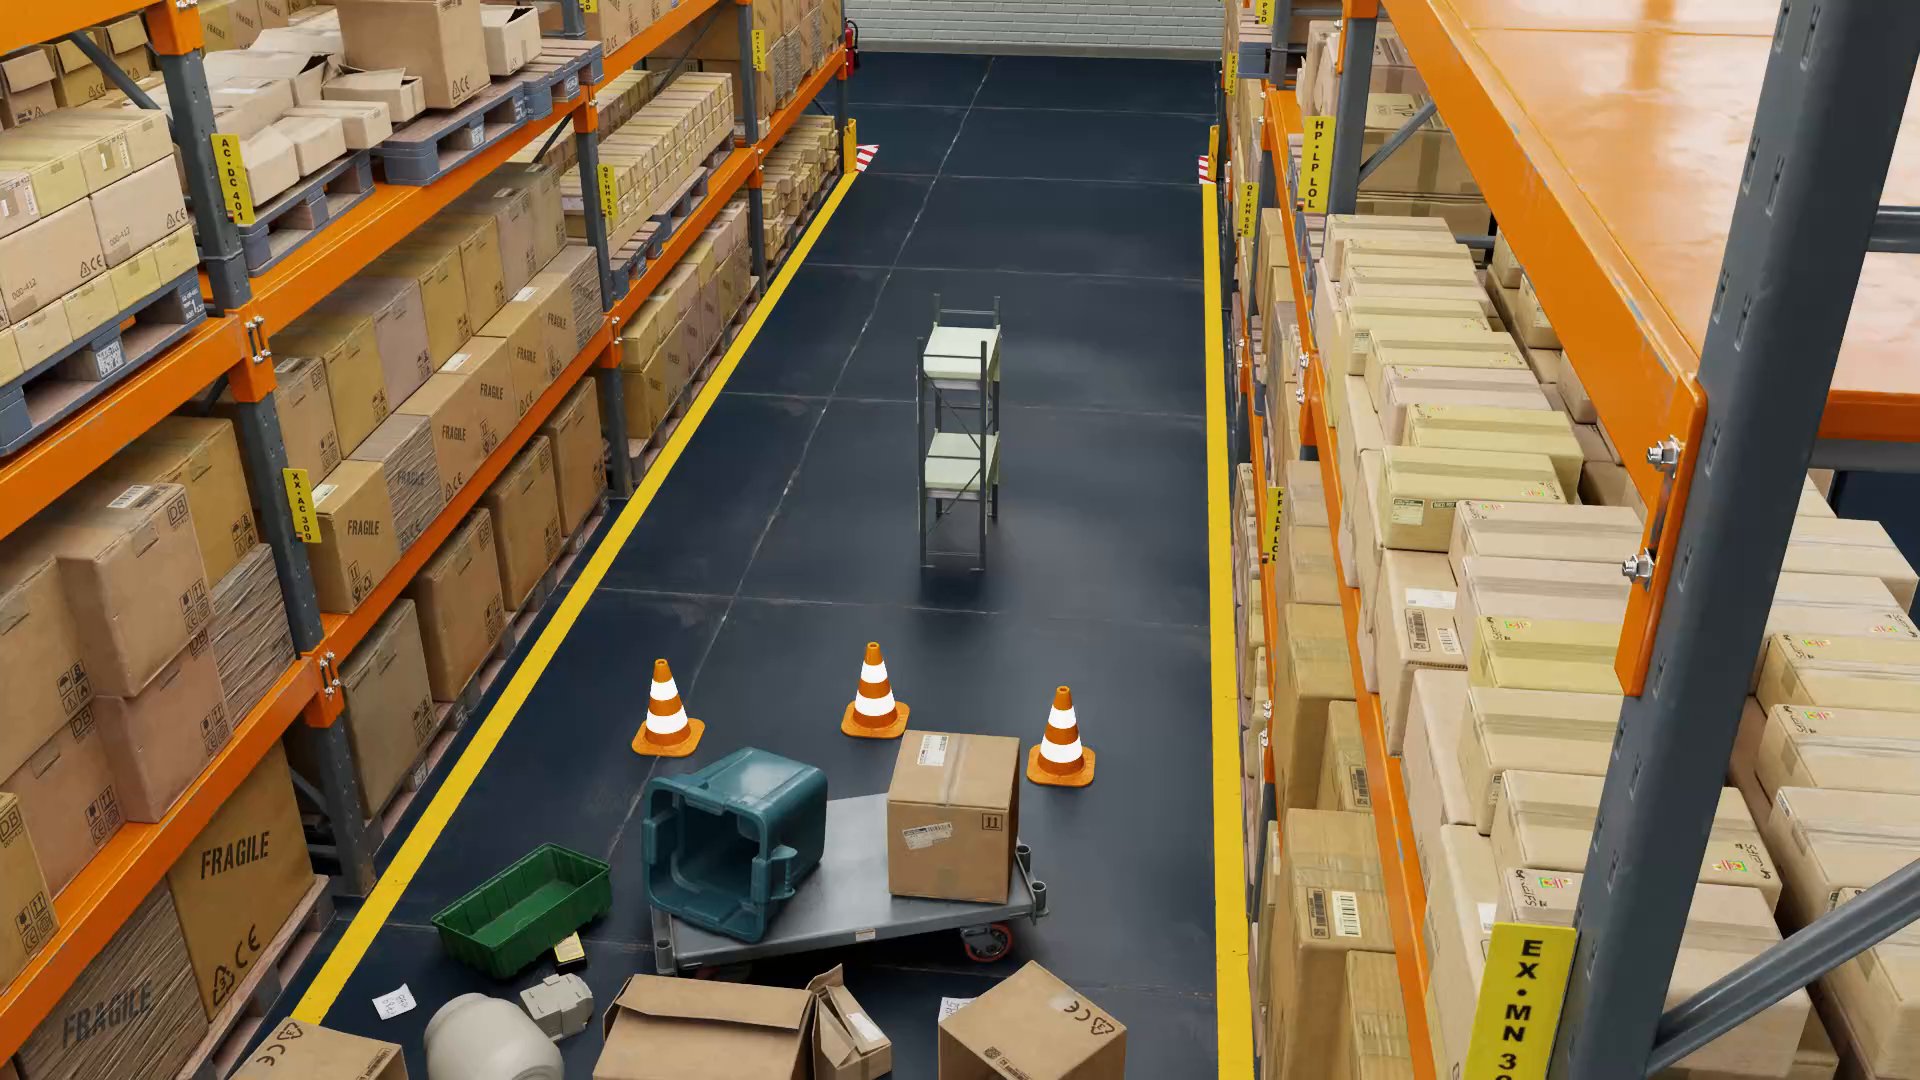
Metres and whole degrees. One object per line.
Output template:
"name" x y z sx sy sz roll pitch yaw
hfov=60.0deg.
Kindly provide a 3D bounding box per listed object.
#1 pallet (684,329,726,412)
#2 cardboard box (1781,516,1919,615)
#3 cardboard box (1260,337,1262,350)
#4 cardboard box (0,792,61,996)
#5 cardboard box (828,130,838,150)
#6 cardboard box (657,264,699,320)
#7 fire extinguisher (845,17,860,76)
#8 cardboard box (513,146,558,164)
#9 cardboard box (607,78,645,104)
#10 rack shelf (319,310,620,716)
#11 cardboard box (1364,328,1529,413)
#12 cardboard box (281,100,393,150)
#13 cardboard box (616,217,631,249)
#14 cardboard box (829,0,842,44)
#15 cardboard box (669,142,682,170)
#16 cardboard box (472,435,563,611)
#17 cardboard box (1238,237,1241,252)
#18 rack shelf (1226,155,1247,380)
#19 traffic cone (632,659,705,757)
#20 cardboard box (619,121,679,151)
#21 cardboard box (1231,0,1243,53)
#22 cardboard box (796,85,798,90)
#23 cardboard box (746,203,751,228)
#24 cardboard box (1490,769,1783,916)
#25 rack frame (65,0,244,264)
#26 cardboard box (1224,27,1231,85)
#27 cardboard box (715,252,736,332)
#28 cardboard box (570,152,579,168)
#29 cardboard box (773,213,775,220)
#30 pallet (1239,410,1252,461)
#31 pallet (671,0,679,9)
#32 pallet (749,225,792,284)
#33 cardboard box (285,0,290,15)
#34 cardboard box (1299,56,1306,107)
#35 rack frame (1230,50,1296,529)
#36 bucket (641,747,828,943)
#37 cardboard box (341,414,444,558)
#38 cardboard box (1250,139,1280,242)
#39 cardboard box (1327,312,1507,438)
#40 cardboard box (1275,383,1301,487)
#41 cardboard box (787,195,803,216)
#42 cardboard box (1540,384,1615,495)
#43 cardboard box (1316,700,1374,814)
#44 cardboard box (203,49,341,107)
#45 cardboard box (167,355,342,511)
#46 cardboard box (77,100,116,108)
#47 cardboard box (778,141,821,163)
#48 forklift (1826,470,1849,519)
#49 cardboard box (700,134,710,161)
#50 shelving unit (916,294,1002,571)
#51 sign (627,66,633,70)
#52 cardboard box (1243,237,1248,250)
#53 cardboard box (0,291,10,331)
"pallet" -2.436 -1.346 12.819 1.003 0.211 1.213 3 28 6
"cardboard box" 1.766 0.068 3.515 0.380 0.149 0.250 4 29 8
"cardboard box" 1.868 -1.068 9.185 0.380 0.149 0.250 2 28 3
"cardboard box" -3.402 1.120 5.142 0.875 0.550 0.500 3 28 6
"cardboard box" -1.487 -4.195 17.416 0.380 0.149 0.250 3 28 5
"cardboard box" -2.225 -1.830 12.178 0.500 0.250 0.500 4 29 7
"fire extinguisher" -1.216 -5.293 17.679 0.296 0.674 0.183 3 28 6
"cardboard box" -2.986 -2.594 11.390 0.380 0.149 0.250 4 29 8
"cardboard box" -2.728 -3.562 13.187 0.380 0.149 0.250 4 29 8
"rack shelf" -2.930 -0.375 8.835 1.077 0.370 4.000 3 28 6
"cardboard box" 1.304 -0.453 4.481 0.380 0.149 0.250 2 28 5
"cardboard box" -2.746 -1.834 7.338 0.380 0.149 0.250 3 28 6
"cardboard box" -2.397 -2.033 10.975 0.380 0.149 0.250 5 29 9
"cardboard box" -1.505 -5.348 16.887 0.500 0.500 0.500 4 29 7
"cardboard box" -2.241 -2.788 12.063 0.380 0.149 0.250 4 29 8
"cardboard box" -2.953 -0.135 9.559 1.050 0.750 0.750 4 29 7
"cardboard box" 2.169 -2.058 11.358 0.500 0.250 0.500 3 28 6
"rack shelf" 2.485 -2.018 11.884 1.077 0.370 4.000 3 28 6
"traffic cone" -1.512 0.823 8.527 0.336 0.463 0.334 3 28 6
"cardboard box" -2.243 -2.912 11.980 0.380 0.149 0.250 3 28 5
"cardboard box" 2.637 -4.477 14.530 0.500 0.500 0.500 4 29 7
"cardboard box" -1.736 -4.272 15.574 0.380 0.149 0.250 4 29 8
"cardboard box" -1.947 -2.858 14.621 0.380 0.149 0.250 4 29 8
"cardboard box" 1.078 0.516 2.684 0.380 0.149 0.250 4 29 7
"rack frame" -3.175 -2.392 5.494 1.000 3.000 0.127 3 28 6
"cardboard box" 2.762 -4.516 15.656 0.500 0.500 0.500 3 28 6
"cardboard box" -2.099 -1.996 13.278 0.500 0.500 0.500 3 28 5
"cardboard box" -2.921 -2.705 11.909 0.380 0.149 0.250 4 29 7
"cardboard box" -1.897 -2.970 15.142 0.380 0.149 0.250 3 28 6
"pallet" 2.411 -0.533 11.308 1.003 0.211 1.213 3 28 6
"pallet" -2.501 -3.982 11.805 1.213 0.211 1.003 3 28 6
"pallet" -2.148 -2.607 15.159 1.003 0.211 1.213 3 28 6
"cardboard box" -7.061 -5.440 16.532 0.500 0.500 0.500 3 28 5
"cardboard box" 2.001 -2.396 8.807 0.396 0.266 0.258 3 28 6
"rack frame" 2.240 -1.393 9.966 1.000 3.000 0.127 3 28 6
"bucket" -0.904 1.219 6.965 0.726 0.611 0.620 14 21 24
"cardboard box" -2.783 -0.264 7.765 0.500 0.500 0.500 4 29 7
"cardboard box" 2.044 -2.136 10.185 0.500 0.500 0.500 3 28 5
"cardboard box" 1.370 -0.462 4.918 0.500 0.250 0.500 3 28 6
"cardboard box" 1.638 -0.335 7.139 0.500 0.500 0.500 4 29 6
"cardboard box" -1.713 -3.212 15.905 0.380 0.149 0.250 3 28 5
"cardboard box" 1.825 -0.196 4.424 0.500 0.250 0.500 3 28 5
"cardboard box" 1.334 0.793 4.434 0.700 0.500 0.500 3 28 6
"cardboard box" -3.179 -2.099 7.658 0.500 0.311 0.500 2 28 4
"cardboard box" -3.120 -0.469 7.090 0.700 0.500 0.500 3 28 5
"cardboard box" -7.016 -3.181 13.179 0.500 0.500 0.500 3 28 6
"cardboard box" -1.584 -3.835 16.434 0.380 0.149 0.250 4 29 8
"forklift" 4.812 -1.276 9.820 1.130 2.935 3.031 3 28 5
"cardboard box" -2.142 -3.035 12.835 0.380 0.149 0.250 2 28 4
"shelving unit" -0.001 -0.657 10.181 0.431 1.500 0.755 3 28 6
"sign" -2.735 -3.925 13.753 0.100 0.325 0.005 3 28 6
"cardboard box" 2.106 -2.032 10.782 0.500 0.250 0.500 3 28 5
"cardboard box" -3.106 -0.645 4.711 0.500 0.250 0.500 3 28 6
